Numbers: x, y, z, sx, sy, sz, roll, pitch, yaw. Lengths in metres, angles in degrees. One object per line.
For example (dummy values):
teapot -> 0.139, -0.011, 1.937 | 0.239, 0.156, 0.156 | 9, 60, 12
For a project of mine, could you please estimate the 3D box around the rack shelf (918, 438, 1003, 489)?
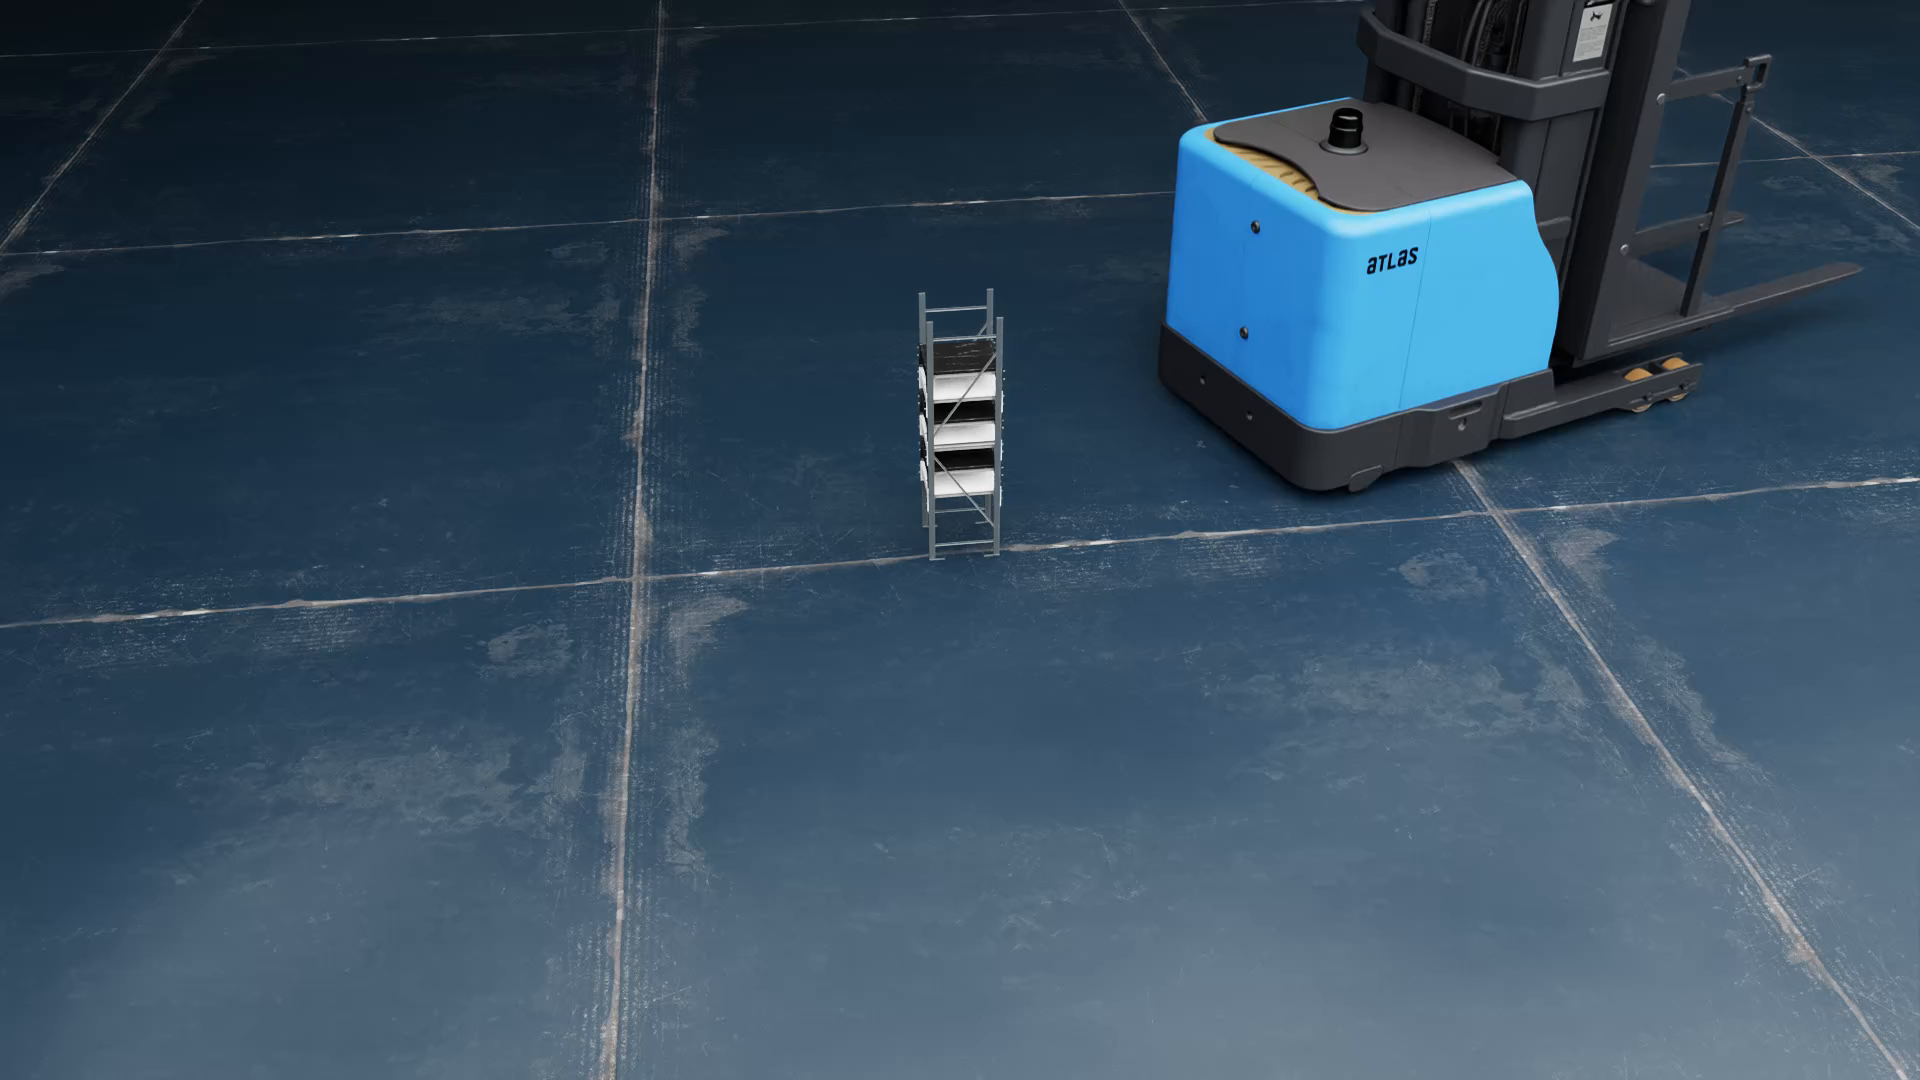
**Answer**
rack shelf -> 0.001, -0.265, 5.559 | 0.258, 0.077, 0.200 | -4, 35, -6

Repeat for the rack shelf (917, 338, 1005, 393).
rack shelf -> 0.001, -0.563, 5.357 | 0.258, 0.077, 0.200 | -4, 35, -6

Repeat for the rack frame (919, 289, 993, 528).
rack frame -> -0.013, -0.424, 5.573 | 0.240, 0.900, 0.006 | -4, 35, -6

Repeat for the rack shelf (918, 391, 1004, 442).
rack shelf -> 0.001, -0.414, 5.458 | 0.258, 0.077, 0.200 | -4, 35, -6

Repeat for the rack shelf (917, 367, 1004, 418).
rack shelf -> 0.001, -0.489, 5.407 | 0.258, 0.077, 0.200 | -4, 35, -6

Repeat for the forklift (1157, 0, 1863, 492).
forklift -> 2.331, -1.957, 6.018 | 3.031, 2.935, 1.130 | -16, 37, -22

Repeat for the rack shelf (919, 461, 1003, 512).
rack shelf -> 0.001, -0.191, 5.610 | 0.258, 0.077, 0.200 | -4, 35, -6

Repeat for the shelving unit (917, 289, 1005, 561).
shelving unit -> 0.001, -0.367, 5.490 | 0.258, 0.900, 0.210 | -4, 35, -6

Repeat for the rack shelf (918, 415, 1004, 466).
rack shelf -> 0.001, -0.340, 5.509 | 0.258, 0.077, 0.200 | -4, 35, -6

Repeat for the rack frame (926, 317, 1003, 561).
rack frame -> 0.015, -0.311, 5.407 | 0.240, 0.900, 0.006 | -4, 35, -6
